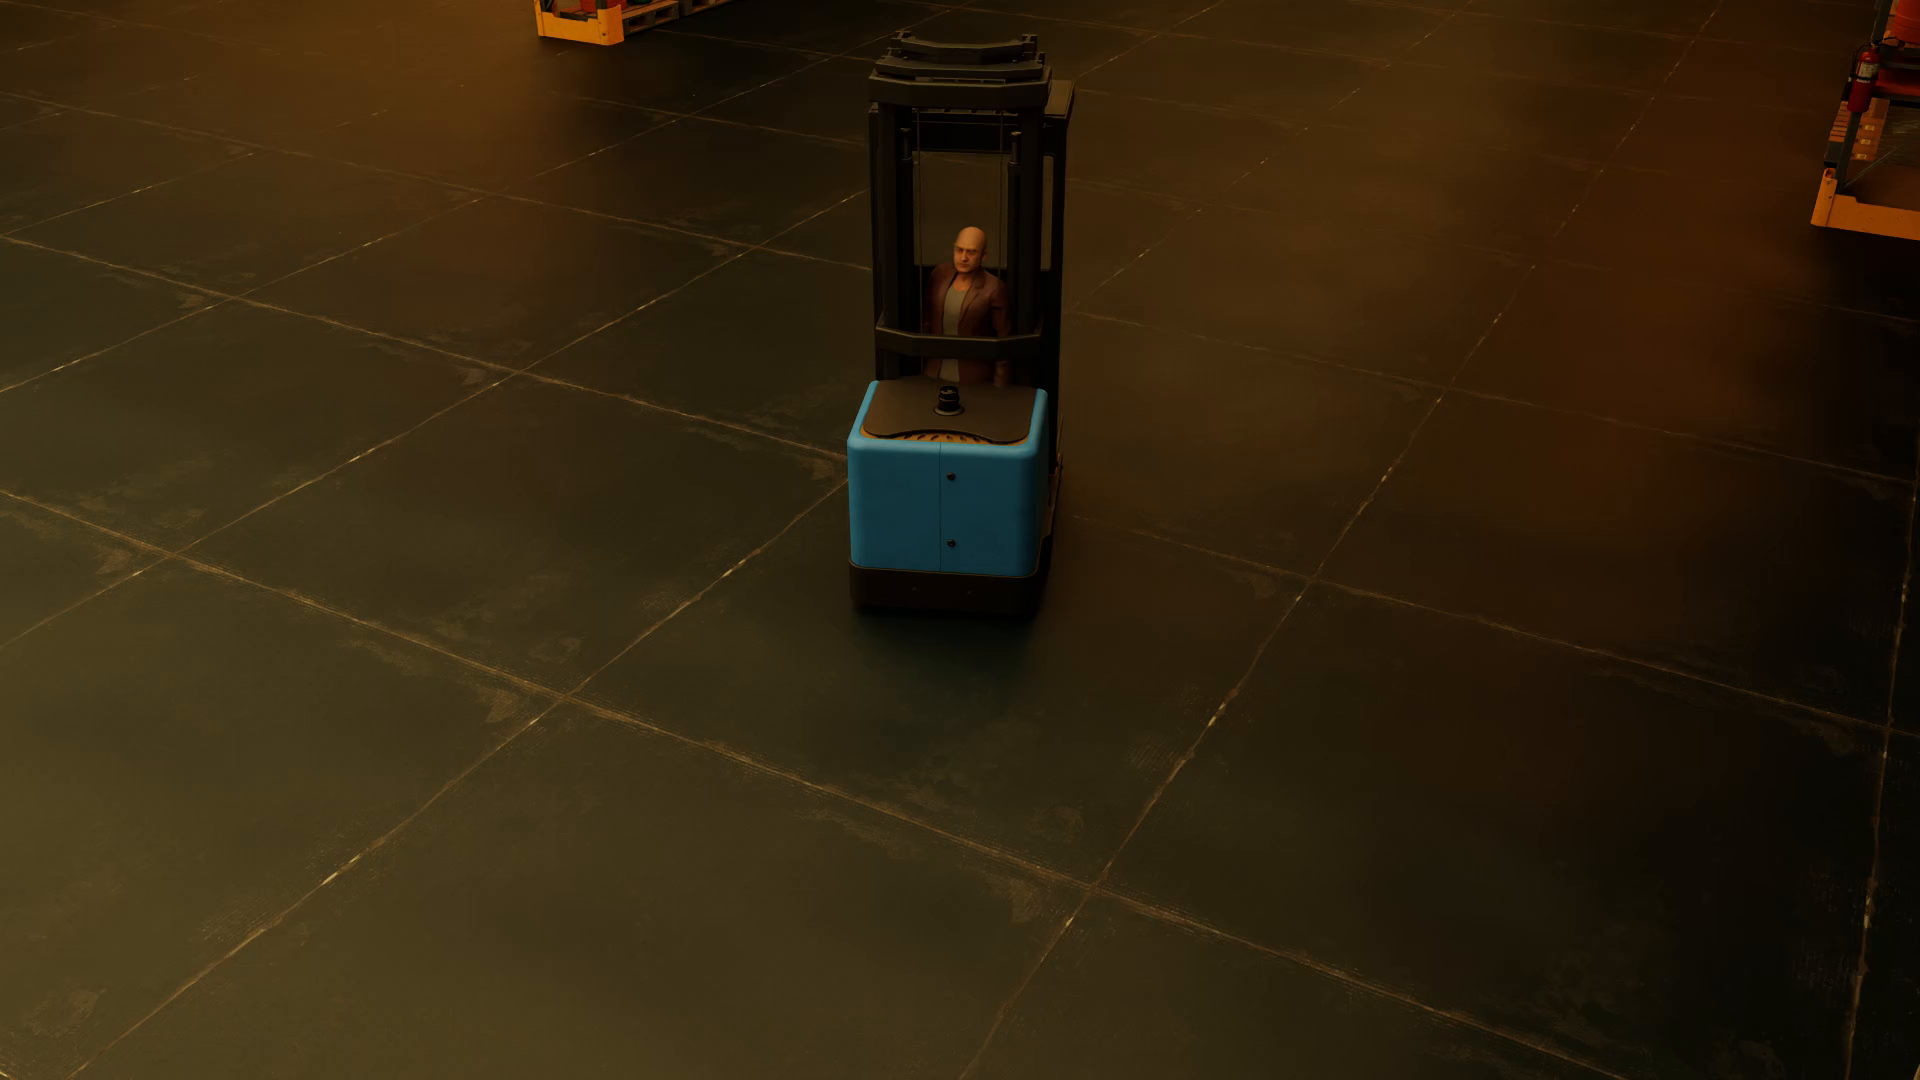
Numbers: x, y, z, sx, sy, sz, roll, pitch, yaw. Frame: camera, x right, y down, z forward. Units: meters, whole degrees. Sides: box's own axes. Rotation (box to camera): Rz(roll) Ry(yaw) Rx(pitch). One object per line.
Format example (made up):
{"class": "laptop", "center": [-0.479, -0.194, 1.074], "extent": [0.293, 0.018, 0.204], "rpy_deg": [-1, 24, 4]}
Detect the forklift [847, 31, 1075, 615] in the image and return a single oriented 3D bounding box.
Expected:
{"class": "forklift", "center": [0.072, -1.572, 9.794], "extent": [1.130, 2.935, 3.031], "rpy_deg": [3, 30, 6]}

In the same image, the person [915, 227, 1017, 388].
{"class": "person", "center": [-0.019, -0.934, 9.435], "extent": [0.692, 1.708, 0.447], "rpy_deg": [15, 33, 25]}
